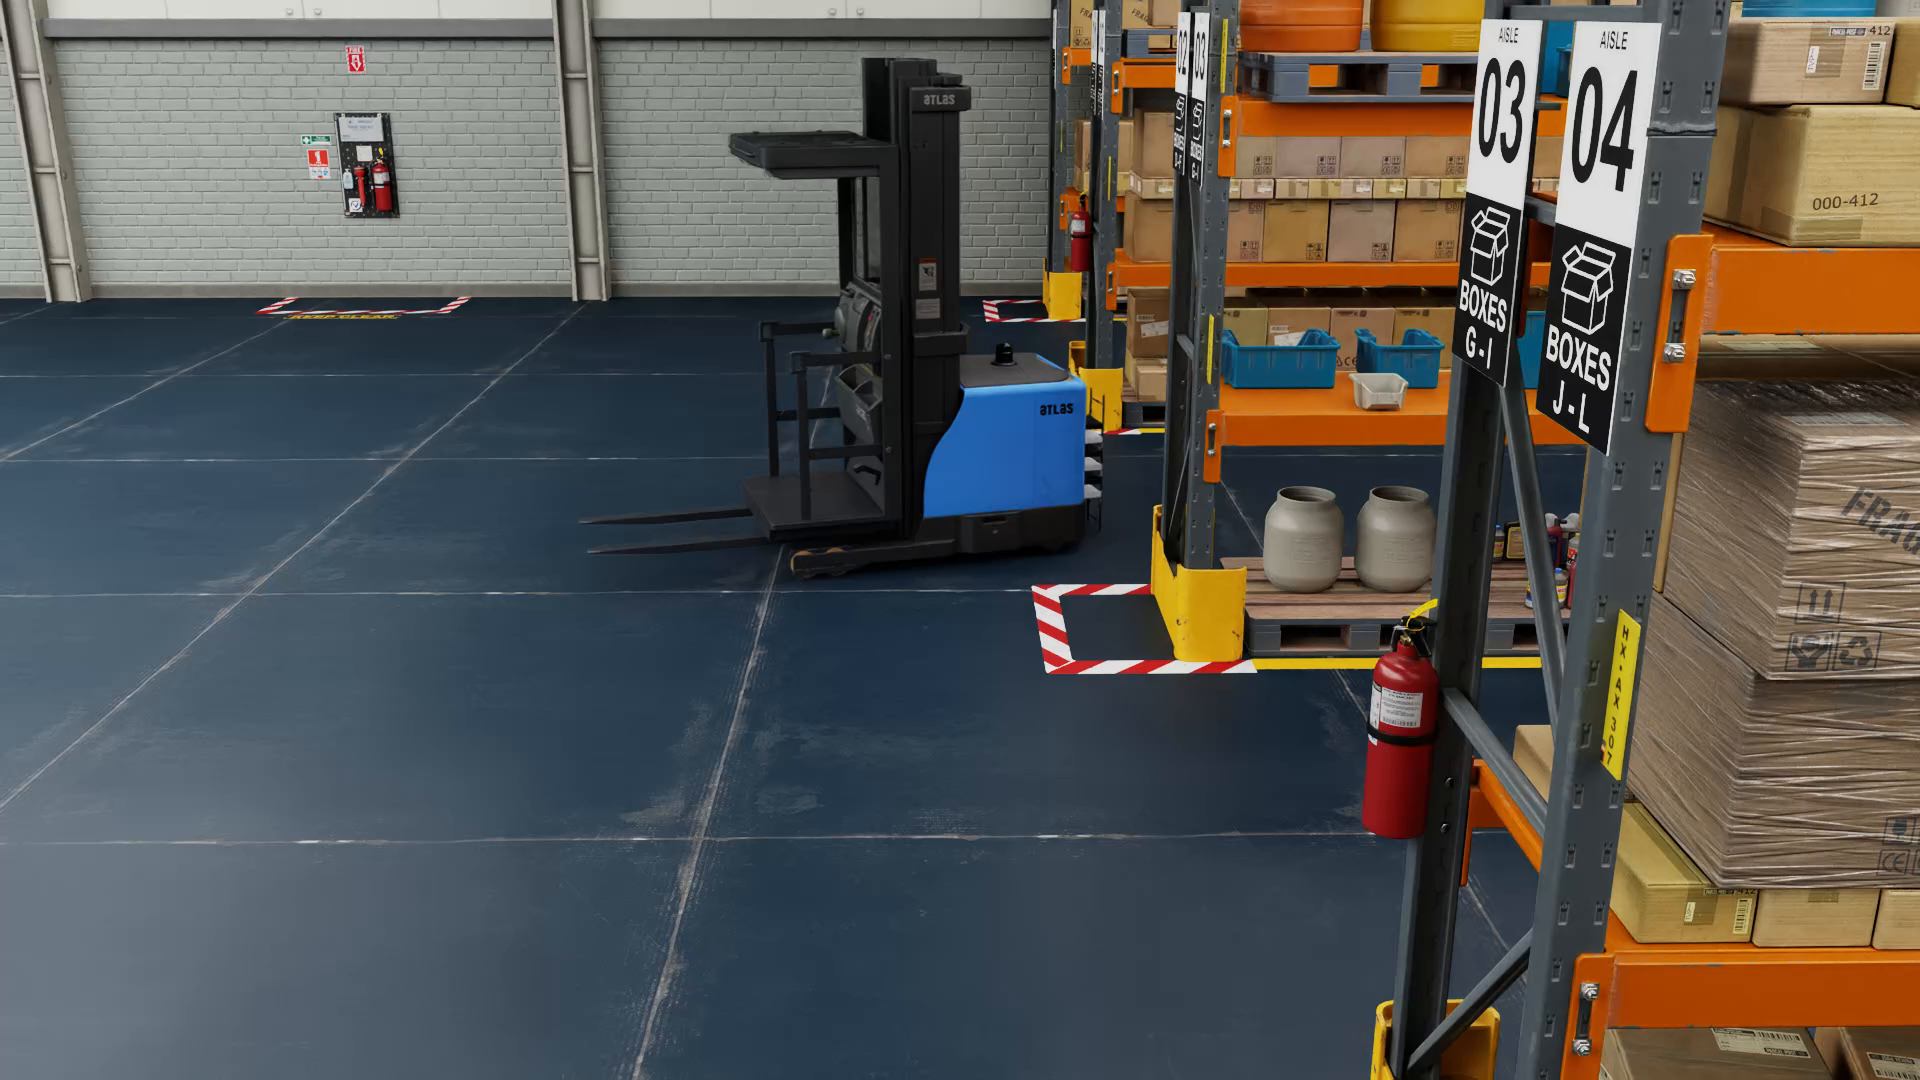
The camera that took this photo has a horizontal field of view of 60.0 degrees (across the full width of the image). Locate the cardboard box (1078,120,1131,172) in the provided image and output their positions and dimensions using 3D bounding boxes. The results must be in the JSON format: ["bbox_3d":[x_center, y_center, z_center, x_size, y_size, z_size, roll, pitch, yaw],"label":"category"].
[{"bbox_3d":[1.535,-4.193,17.694,0.500,0.500,0.500,0,18,-1],"label":"cardboard box"}]

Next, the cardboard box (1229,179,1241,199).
[{"bbox_3d":[2.044,-2.770,13.047,0.250,0.149,0.380,0,18,-1],"label":"cardboard box"}]

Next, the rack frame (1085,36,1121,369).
[{"bbox_3d":[1.135,-2.475,13.351,0.127,3.000,1.000,0,18,-1],"label":"rack frame"}]

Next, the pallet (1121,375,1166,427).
[{"bbox_3d":[1.899,-1.163,13.829,1.213,0.211,1.003,0,18,-1],"label":"pallet"}]

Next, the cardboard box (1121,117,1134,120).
[{"bbox_3d":[2.025,-4.349,18.181,0.500,0.500,0.500,0,18,0],"label":"cardboard box"}]

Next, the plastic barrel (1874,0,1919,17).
[{"bbox_3d":[4.776,-2.721,8.337,0.421,0.512,0.421,0,18,0],"label":"plastic barrel"}]

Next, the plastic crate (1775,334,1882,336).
[{"bbox_3d":[4.684,-0.988,8.818,0.504,0.338,0.767,0,18,-1],"label":"plastic crate"}]

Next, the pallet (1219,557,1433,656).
[{"bbox_3d":[2.097,0.349,9.114,1.213,0.211,1.003,0,18,-1],"label":"pallet"}]

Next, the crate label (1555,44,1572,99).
[{"bbox_3d":[3.086,-2.227,7.913,0.408,0.251,0.502,0,18,-1],"label":"crate label"}]

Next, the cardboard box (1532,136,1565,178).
[{"bbox_3d":[4.691,-3.155,13.185,0.500,0.500,0.700,0,18,-1],"label":"cardboard box"}]

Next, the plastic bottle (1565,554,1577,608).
[{"bbox_3d":[3.254,0.213,8.700,0.133,0.283,0.061,0,18,0],"label":"plastic bottle"}]

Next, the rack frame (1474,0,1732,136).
[{"bbox_3d":[1.288,-2.306,3.003,0.127,3.000,1.000,0,18,-1],"label":"rack frame"}]

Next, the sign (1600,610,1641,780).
[{"bbox_3d":[1.297,0.304,3.271,0.005,0.325,0.100,0,18,-1],"label":"sign"}]

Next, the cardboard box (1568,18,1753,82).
[{"bbox_3d":[1.561,-1.093,3.725,0.250,0.149,0.380,0,18,-1],"label":"cardboard box"}]

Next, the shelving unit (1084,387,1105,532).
[{"bbox_3d":[0.774,-0.505,10.648,0.210,0.900,0.258,-5,19,-16],"label":"shelving unit"}]

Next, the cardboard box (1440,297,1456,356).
[{"bbox_3d":[4.174,-1.674,13.441,0.500,0.500,0.500,0,18,-1],"label":"cardboard box"}]

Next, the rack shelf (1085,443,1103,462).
[{"bbox_3d":[0.774,-0.559,10.631,0.200,0.077,0.258,-5,19,-16],"label":"rack shelf"}]

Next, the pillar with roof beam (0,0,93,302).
[{"bbox_3d":[-10.191,-5.739,13.706,0.400,9.000,9.100,0,18,-1],"label":"pillar with roof beam"}]

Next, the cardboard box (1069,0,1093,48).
[{"bbox_3d":[1.392,-5.398,17.358,0.500,0.500,0.500,0,18,1],"label":"cardboard box"}]

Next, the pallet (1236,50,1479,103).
[{"bbox_3d":[2.038,-2.274,8.125,1.213,0.211,1.003,0,18,-1],"label":"pallet"}]

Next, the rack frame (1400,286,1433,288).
[{"bbox_3d":[5.053,-4.007,18.128,0.127,3.000,1.000,0,18,-1],"label":"rack frame"}]

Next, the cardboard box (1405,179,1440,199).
[{"bbox_3d":[3.597,-2.778,13.071,0.250,0.149,0.380,0,18,1],"label":"cardboard box"}]

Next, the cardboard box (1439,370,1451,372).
[{"bbox_3d":[3.675,-1.309,13.533,0.500,0.250,0.500,0,18,-1],"label":"cardboard box"}]

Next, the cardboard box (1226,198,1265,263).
[{"bbox_3d":[2.127,-2.525,13.343,0.500,0.500,0.700,0,18,1],"label":"cardboard box"}]

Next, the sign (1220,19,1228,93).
[{"bbox_3d":[1.214,-2.226,7.652,0.005,0.325,0.100,0,18,-1],"label":"sign"}]

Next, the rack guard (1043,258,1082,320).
[{"bbox_3d":[1.129,-2.798,18.451,0.348,0.500,1.175,0,18,-1],"label":"rack guard"}]

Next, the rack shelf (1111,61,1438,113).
[{"bbox_3d":[3.135,-3.570,13.033,4.000,0.370,1.077,0,18,-1],"label":"rack shelf"}]

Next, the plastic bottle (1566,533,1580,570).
[{"bbox_3d":[3.451,0.063,9.302,0.097,0.201,0.097,0,18,0],"label":"plastic bottle"}]

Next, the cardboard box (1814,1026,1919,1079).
[{"bbox_3d":[2.510,1.530,4.272,0.500,0.500,0.500,4,18,14],"label":"cardboard box"}]

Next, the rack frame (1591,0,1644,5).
[{"bbox_3d":[5.135,-5.351,12.495,0.127,3.000,1.000,0,18,-1],"label":"rack frame"}]

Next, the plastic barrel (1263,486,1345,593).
[{"bbox_3d":[1.867,-0.004,9.034,0.421,0.512,0.421,0,18,0],"label":"plastic barrel"}]

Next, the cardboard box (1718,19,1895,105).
[{"bbox_3d":[1.567,-0.927,3.207,0.250,0.149,0.380,0,18,-1],"label":"cardboard box"}]

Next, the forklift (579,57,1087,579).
[{"bbox_3d":[-0.794,-1.343,9.935,3.031,2.935,1.130,-5,19,-16],"label":"forklift"}]

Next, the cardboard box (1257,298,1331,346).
[{"bbox_3d":[2.675,-1.666,13.418,0.500,0.500,0.500,0,18,-1],"label":"cardboard box"}]

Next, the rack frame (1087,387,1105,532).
[{"bbox_3d":[0.871,-0.514,10.676,0.006,0.900,0.240,-5,19,-16],"label":"rack frame"}]

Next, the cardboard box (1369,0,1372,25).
[{"bbox_3d":[3.486,-4.269,12.947,0.637,0.503,0.797,2,18,5],"label":"cardboard box"}]

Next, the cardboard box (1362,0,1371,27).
[{"bbox_3d":[2.800,-4.142,12.557,0.500,0.500,0.500,0,18,-1],"label":"cardboard box"}]

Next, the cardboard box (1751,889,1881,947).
[{"bbox_3d":[1.827,0.747,3.721,0.250,0.149,0.380,0,18,-1],"label":"cardboard box"}]

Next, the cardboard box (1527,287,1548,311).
[{"bbox_3d":[4.666,-1.835,13.944,0.500,0.500,0.500,0,18,-1],"label":"cardboard box"}]

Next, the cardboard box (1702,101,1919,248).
[{"bbox_3d":[1.774,-0.729,3.246,0.500,0.250,0.500,0,18,1],"label":"cardboard box"}]

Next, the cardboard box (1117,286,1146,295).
[{"bbox_3d":[1.747,-2.893,18.336,0.500,0.311,0.500,-2,18,-7],"label":"cardboard box"}]

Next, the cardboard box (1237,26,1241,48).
[{"bbox_3d":[2.984,-5.403,17.372,0.500,0.500,0.500,1,18,3],"label":"cardboard box"}]

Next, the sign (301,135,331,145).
[{"bbox_3d":[-7.281,-4.521,18.806,0.331,0.109,0.001,0,18,-1],"label":"sign"}]

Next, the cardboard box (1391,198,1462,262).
[{"bbox_3d":[3.662,-2.532,13.366,0.500,0.500,0.700,0,18,0],"label":"cardboard box"}]

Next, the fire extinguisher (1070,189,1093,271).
[{"bbox_3d":[1.010,-2.579,13.804,0.183,0.674,0.296,0,18,-1],"label":"fire extinguisher"}]

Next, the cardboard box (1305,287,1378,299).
[{"bbox_3d":[3.166,-1.827,13.919,0.500,0.500,0.500,0,18,-1],"label":"cardboard box"}]

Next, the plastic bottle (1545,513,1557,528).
[{"bbox_3d":[3.292,-0.010,9.407,0.135,0.276,0.152,0,18,0],"label":"plastic bottle"}]

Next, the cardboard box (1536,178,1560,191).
[{"bbox_3d":[4.619,-2.783,13.087,0.250,0.149,0.380,-1,18,-2],"label":"cardboard box"}]

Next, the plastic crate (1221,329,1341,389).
[{"bbox_3d":[1.705,-0.985,8.950,0.616,0.251,0.499,0,18,-1],"label":"plastic crate"}]

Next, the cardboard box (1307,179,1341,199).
[{"bbox_3d":[2.819,-2.774,13.059,0.250,0.149,0.380,-1,18,-2],"label":"cardboard box"}]

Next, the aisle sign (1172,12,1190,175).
[{"bbox_3d":[1.133,-2.290,8.520,0.004,0.787,0.394,0,18,-1],"label":"aisle sign"}]

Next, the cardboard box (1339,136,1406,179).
[{"bbox_3d":[3.186,-3.148,13.163,0.500,0.500,0.700,0,18,-1],"label":"cardboard box"}]

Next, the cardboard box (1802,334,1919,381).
[{"bbox_3d":[2.334,-0.197,3.963,0.500,0.500,0.500,0,18,-1],"label":"cardboard box"}]

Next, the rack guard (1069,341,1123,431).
[{"bbox_3d":[1.111,-1.284,13.733,0.348,0.500,1.175,0,18,-1],"label":"rack guard"}]

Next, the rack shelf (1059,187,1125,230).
[{"bbox_3d":[3.053,-3.655,18.208,4.000,0.370,1.077,0,18,-1],"label":"rack shelf"}]

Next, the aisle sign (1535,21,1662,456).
[{"bbox_3d":[1.231,-0.595,3.236,0.004,0.787,0.394,0,18,-1],"label":"aisle sign"}]

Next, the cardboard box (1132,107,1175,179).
[{"bbox_3d":[1.655,-3.139,13.134,0.500,0.500,0.700,0,18,-1],"label":"cardboard box"}]

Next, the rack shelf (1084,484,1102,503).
[{"bbox_3d":[0.774,-0.302,10.713,0.200,0.077,0.258,-5,19,-16],"label":"rack shelf"}]
